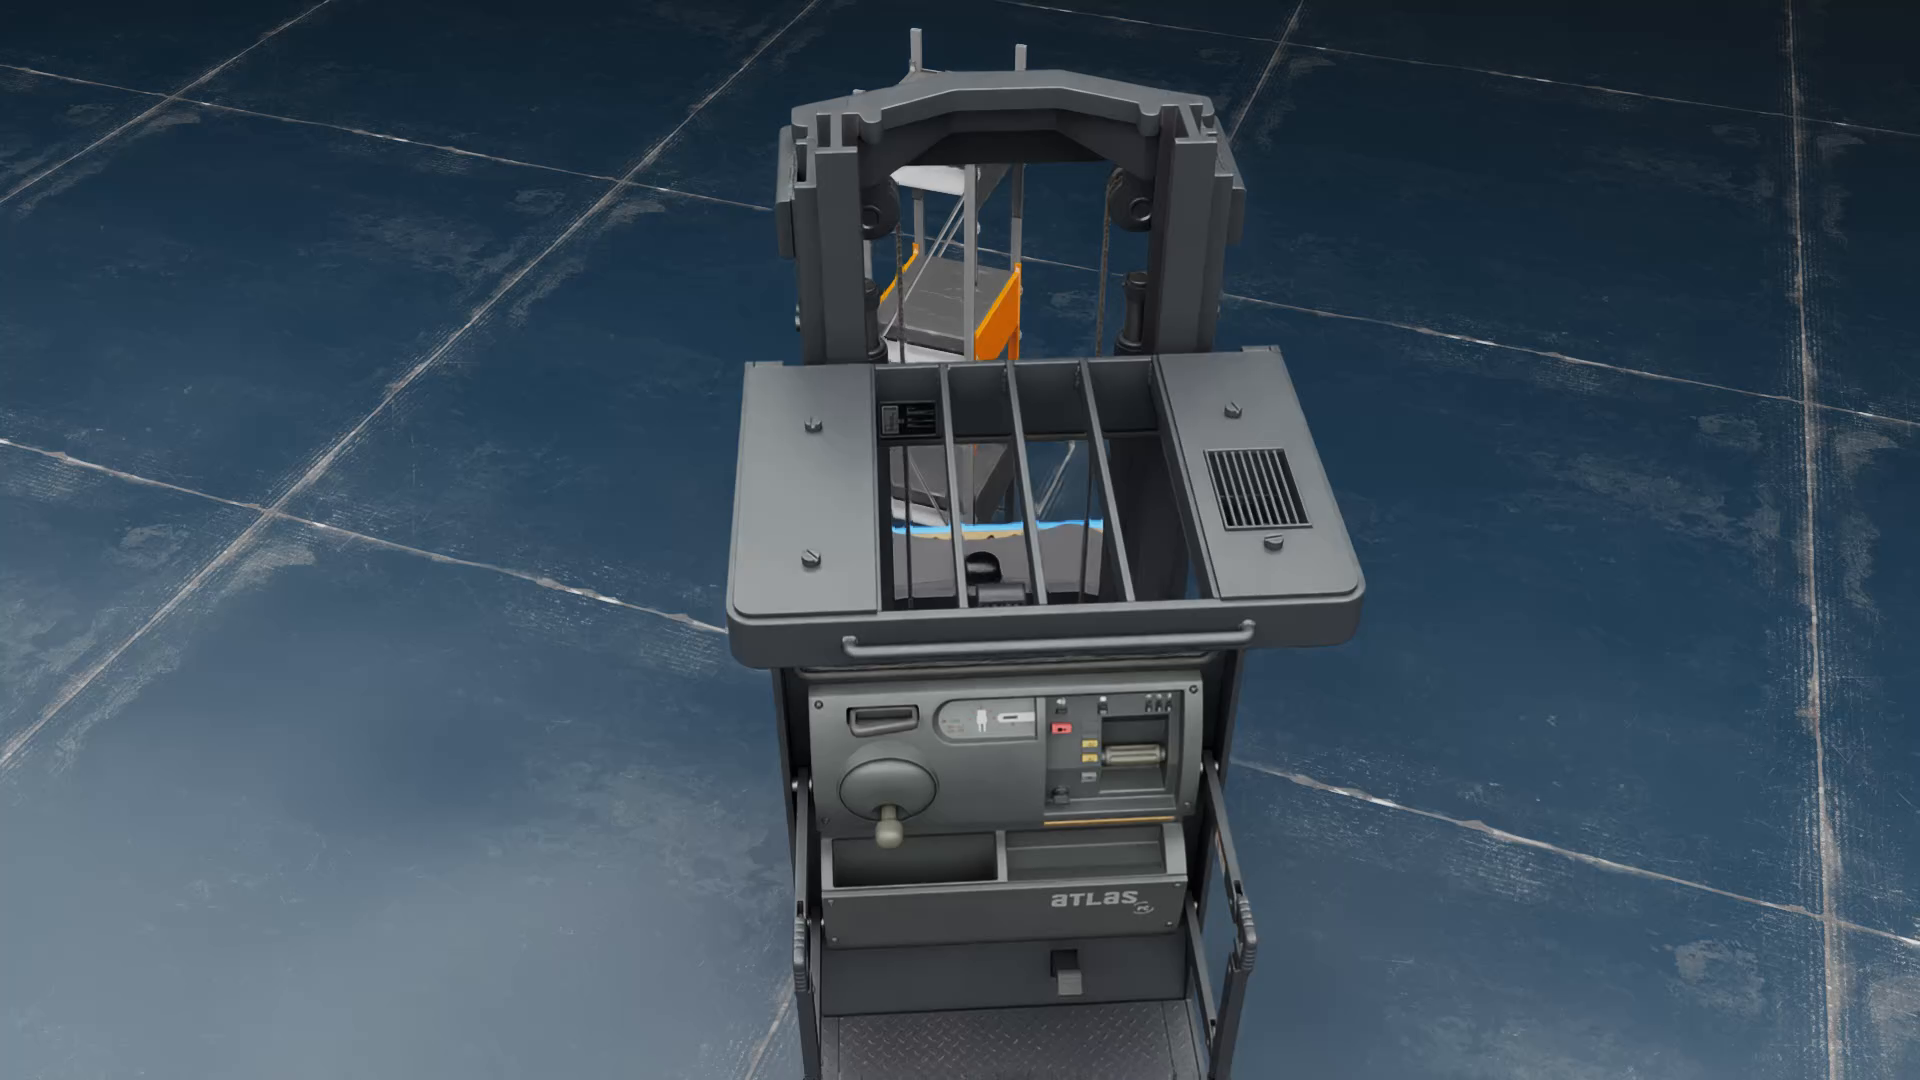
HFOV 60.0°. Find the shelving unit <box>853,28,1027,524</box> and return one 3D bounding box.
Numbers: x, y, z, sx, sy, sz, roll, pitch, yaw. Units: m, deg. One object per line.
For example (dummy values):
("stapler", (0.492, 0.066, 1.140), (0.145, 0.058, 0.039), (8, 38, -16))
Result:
("shelving unit", (-0.057, -0.698, 5.950), (0.431, 2.100, 0.503), (13, 42, 15))

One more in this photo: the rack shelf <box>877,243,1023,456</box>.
("rack shelf", (-0.057, -0.687, 5.959), (0.431, 0.518, 0.480), (13, 42, 15))

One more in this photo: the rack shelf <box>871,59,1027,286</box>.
("rack shelf", (-0.057, -1.220, 5.505), (0.431, 0.518, 0.480), (13, 42, 15))

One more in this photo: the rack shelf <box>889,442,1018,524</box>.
("rack shelf", (-0.057, -0.155, 6.413), (0.431, 0.518, 0.480), (13, 42, 15))

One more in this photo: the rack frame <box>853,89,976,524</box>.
("rack frame", (-0.140, -0.549, 5.776), (0.400, 2.100, 0.015), (13, 42, 15))

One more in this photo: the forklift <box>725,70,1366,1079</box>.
("forklift", (0.126, 0.601, 3.787), (1.130, 2.935, 3.031), (-2, 41, -2))

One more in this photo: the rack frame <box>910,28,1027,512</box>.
("rack frame", (0.027, -0.847, 6.125), (0.400, 2.100, 0.015), (13, 42, 15))
